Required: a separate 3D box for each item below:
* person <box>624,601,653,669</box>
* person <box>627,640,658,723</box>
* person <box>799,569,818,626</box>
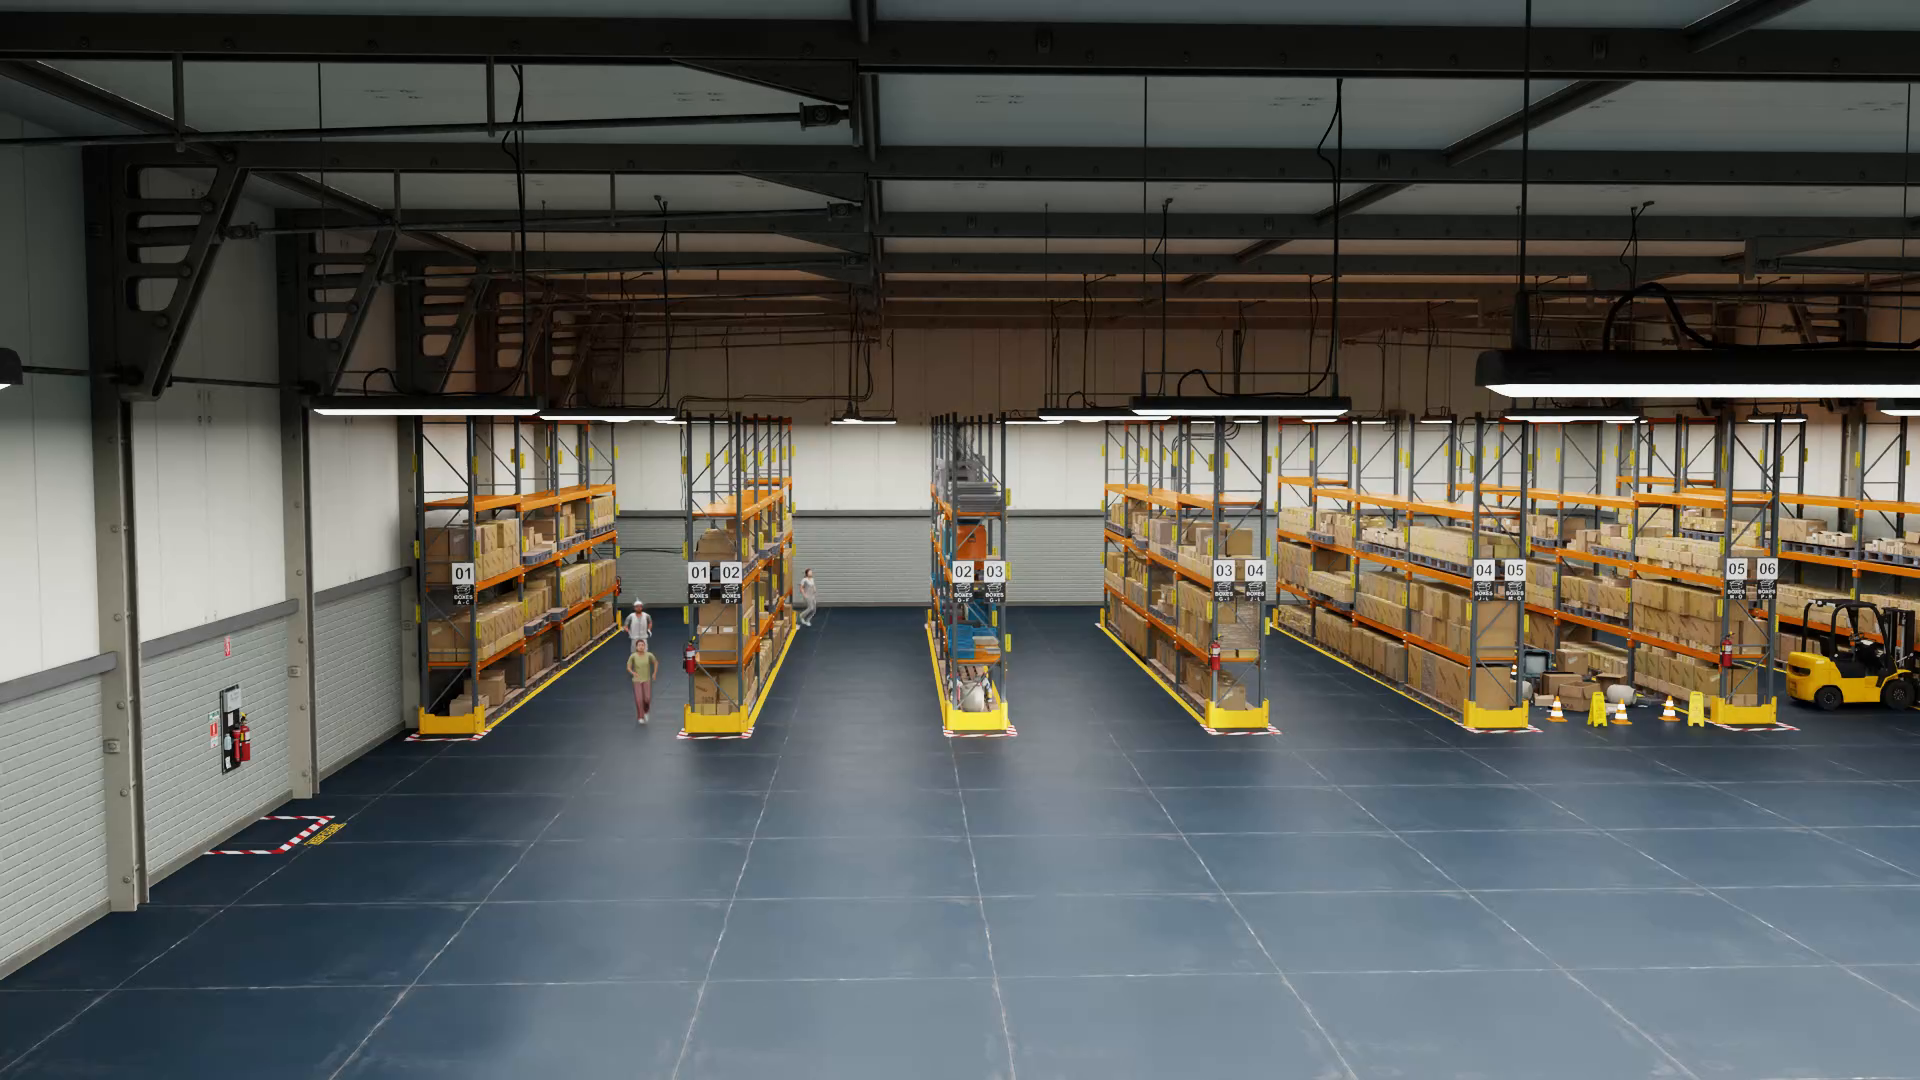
[{"bbox_3d":[-7.324,2.266,37.906,0.638,1.771,0.863,-1,4,-18],"label":"person"},{"bbox_3d":[-6.101,2.723,31.983,0.598,1.630,0.561,-1,4,-15],"label":"person"},{"bbox_3d":[-4.364,1.650,48.025,0.533,1.638,0.588,3,5,34],"label":"person"}]
